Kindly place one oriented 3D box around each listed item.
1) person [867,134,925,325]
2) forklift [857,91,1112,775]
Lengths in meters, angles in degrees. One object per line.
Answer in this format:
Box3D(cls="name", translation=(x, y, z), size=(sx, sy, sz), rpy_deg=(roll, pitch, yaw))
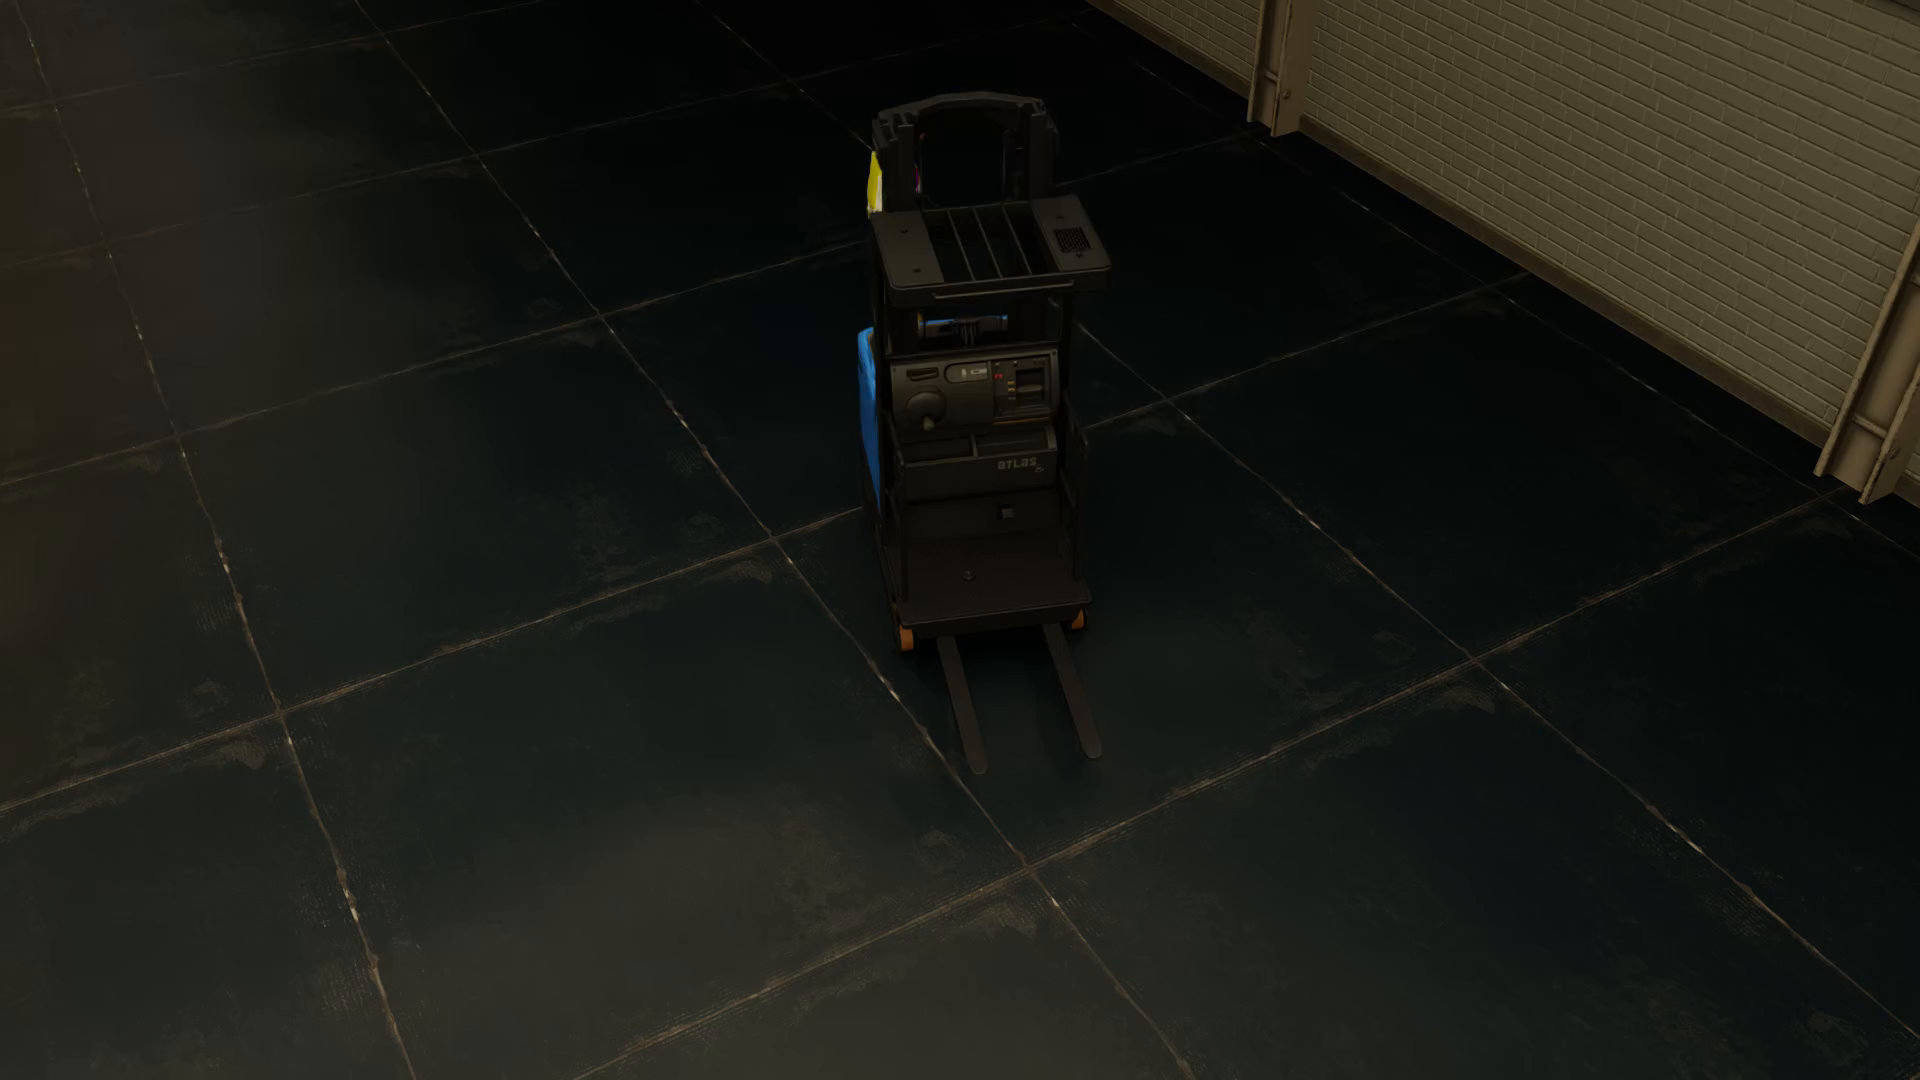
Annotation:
Box3D(cls="person", translation=(-0.401, -2.180, 11.585), size=(0.460, 1.759, 0.634), rpy_deg=(-9, 41, -11))
Box3D(cls="forklift", translation=(0.126, -0.743, 8.932), size=(1.130, 2.935, 3.031), rpy_deg=(-7, 40, -8))
